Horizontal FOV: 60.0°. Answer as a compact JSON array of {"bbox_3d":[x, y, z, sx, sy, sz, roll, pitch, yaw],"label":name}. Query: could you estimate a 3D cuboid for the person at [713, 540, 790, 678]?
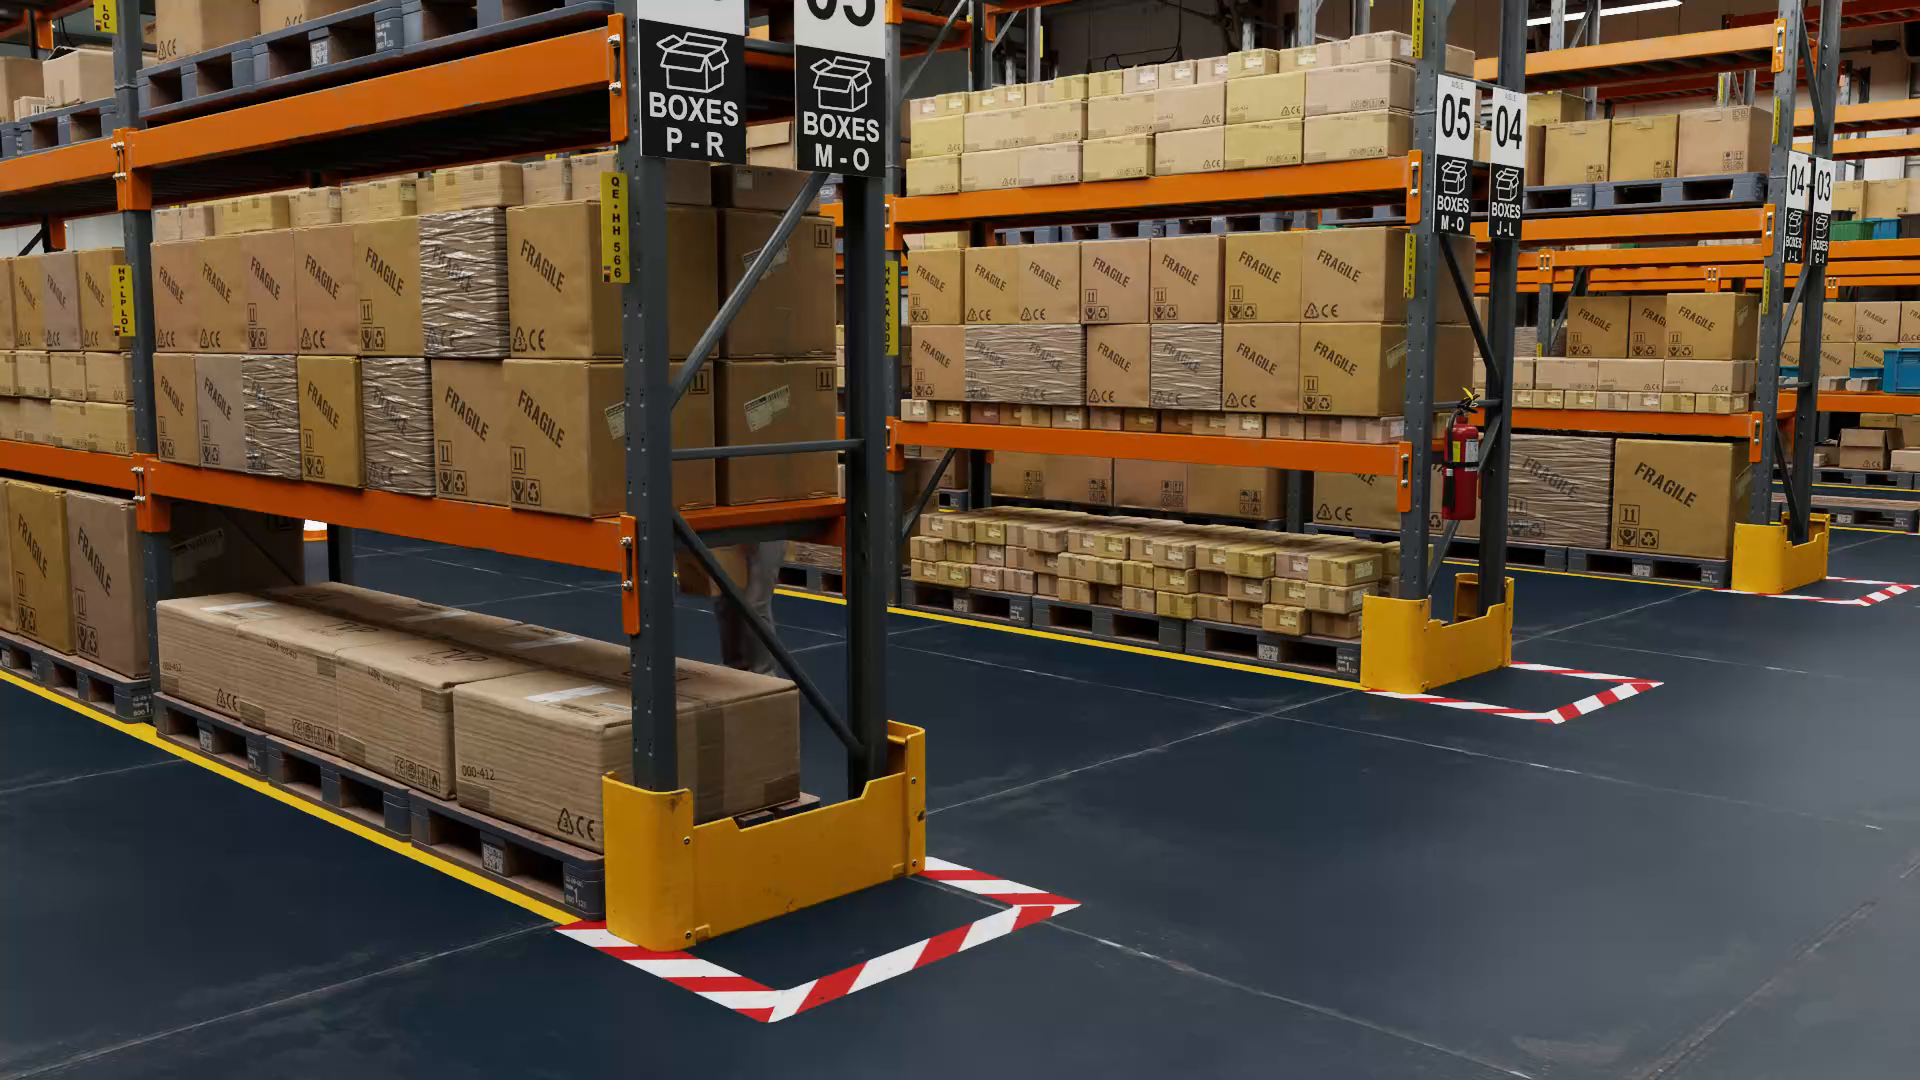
[{"bbox_3d":[-1.098,-0.065,8.647,0.551,1.779,0.470,6,9,42],"label":"person"}]
